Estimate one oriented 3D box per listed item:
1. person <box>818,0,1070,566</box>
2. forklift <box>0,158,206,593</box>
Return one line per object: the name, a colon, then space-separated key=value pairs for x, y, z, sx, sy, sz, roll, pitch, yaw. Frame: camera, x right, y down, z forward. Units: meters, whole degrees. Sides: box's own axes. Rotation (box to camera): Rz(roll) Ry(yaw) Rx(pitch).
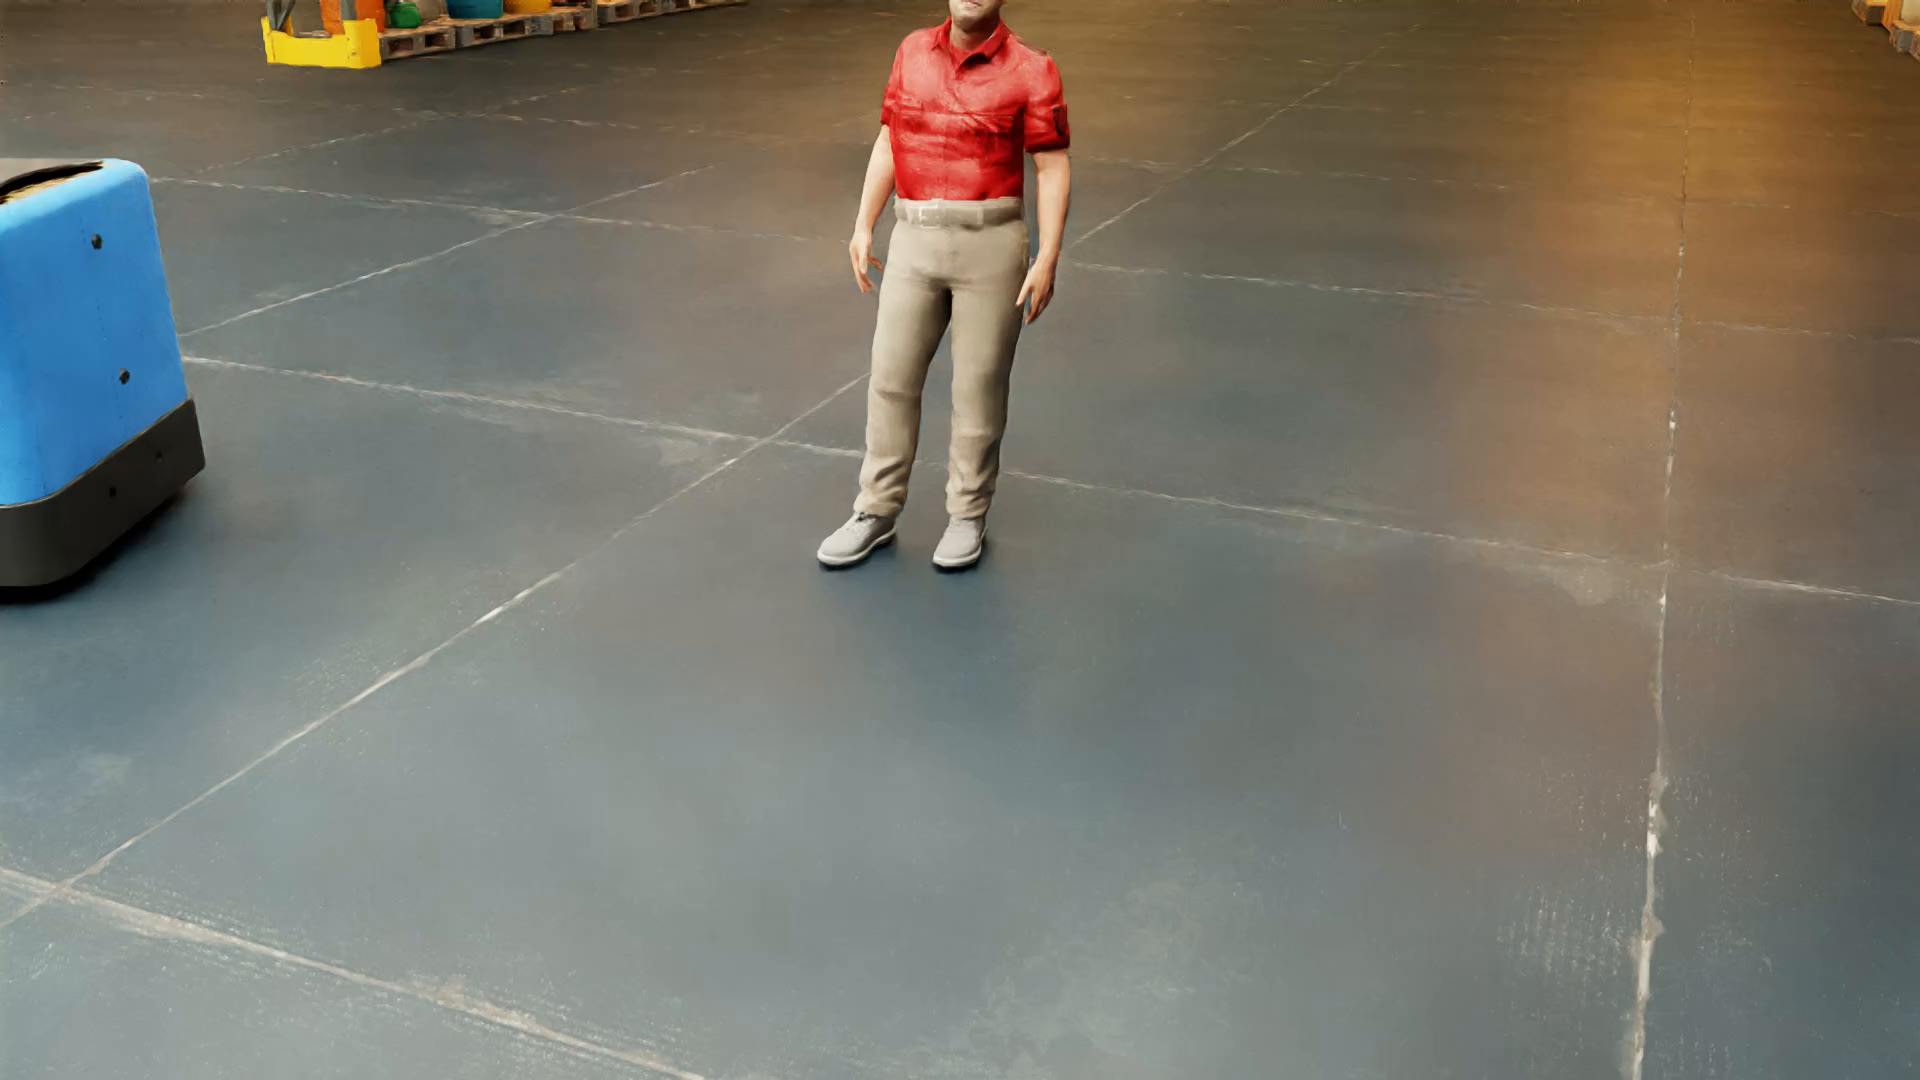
person: x=-0.045 y=-0.774 z=4.684 sx=0.640 sy=1.726 sz=0.550 roll=9 pitch=24 yaw=21
forklift: x=-4.003 y=-1.360 z=4.546 sx=3.031 sy=2.935 sz=1.130 roll=0 pitch=23 yaw=0
